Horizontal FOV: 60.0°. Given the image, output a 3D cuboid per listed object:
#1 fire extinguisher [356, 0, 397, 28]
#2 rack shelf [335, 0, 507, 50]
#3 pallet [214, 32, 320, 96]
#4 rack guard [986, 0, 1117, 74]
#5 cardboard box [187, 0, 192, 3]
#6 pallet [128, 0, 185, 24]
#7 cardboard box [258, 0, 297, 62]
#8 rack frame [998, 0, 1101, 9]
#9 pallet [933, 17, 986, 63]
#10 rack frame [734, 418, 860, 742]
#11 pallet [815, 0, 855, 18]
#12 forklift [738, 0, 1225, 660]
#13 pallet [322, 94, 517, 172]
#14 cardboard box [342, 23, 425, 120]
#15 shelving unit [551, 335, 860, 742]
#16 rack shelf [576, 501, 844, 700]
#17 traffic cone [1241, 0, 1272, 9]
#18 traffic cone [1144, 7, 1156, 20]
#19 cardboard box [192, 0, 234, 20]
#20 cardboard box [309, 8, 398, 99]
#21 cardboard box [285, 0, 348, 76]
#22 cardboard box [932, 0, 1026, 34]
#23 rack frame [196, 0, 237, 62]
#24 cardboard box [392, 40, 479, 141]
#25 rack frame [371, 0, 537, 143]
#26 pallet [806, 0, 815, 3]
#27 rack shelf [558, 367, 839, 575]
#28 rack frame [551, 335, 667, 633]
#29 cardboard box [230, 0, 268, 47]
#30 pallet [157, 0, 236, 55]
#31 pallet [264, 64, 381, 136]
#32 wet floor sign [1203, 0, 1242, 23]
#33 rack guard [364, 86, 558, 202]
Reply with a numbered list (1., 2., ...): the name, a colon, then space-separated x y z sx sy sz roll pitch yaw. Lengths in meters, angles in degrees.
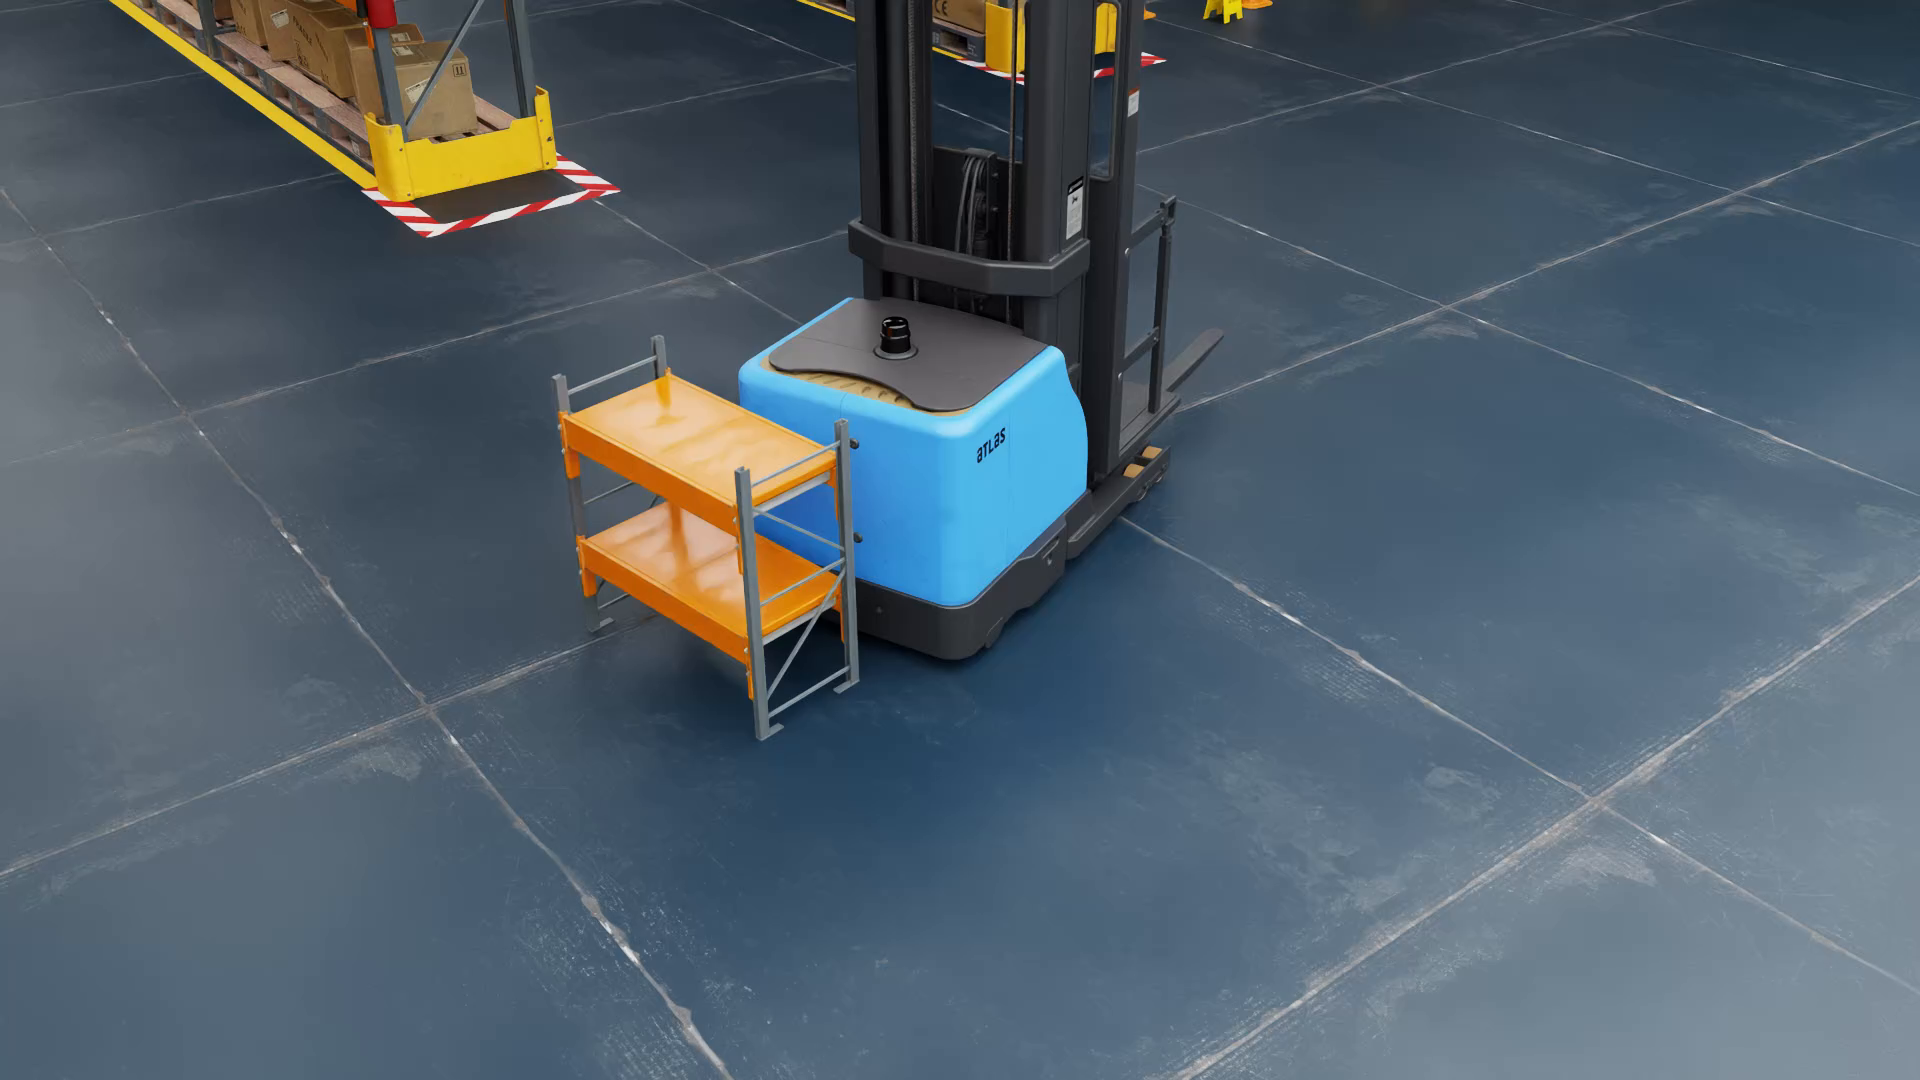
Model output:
1. fire extinguisher: -3.541 -3.448 10.032 0.296 0.674 0.183 -22 38 -31
2. rack shelf: -4.473 -4.206 11.860 1.077 0.370 4.000 -22 38 -31
3. pallet: -5.260 -3.892 13.316 1.003 0.211 1.213 -22 38 -31
4. rack guard: 0.748 -4.168 13.488 1.175 0.500 0.348 -22 38 -31
5. cardboard box: -6.337 -4.938 14.309 0.700 0.500 0.500 -23 38 -32
6. pallet: -6.931 -4.993 15.089 1.003 0.211 1.213 -22 38 -31
7. cardboard box: -5.129 -4.045 12.892 0.500 0.500 0.500 -11 33 -16
8. rack frame: 0.733 -5.240 12.844 1.000 3.000 0.127 -22 38 -31
9. pallet: 0.181 -4.364 14.076 1.003 0.211 1.213 -22 38 -31
10. rack frame: -0.566 0.155 5.934 0.032 1.125 0.500 26 40 35
11. pallet: -0.563 -4.872 14.894 1.003 0.211 1.213 -22 38 -31
12. forklift: 0.316 -1.533 6.939 1.130 2.935 3.031 17 36 25
13. pallet: -3.764 -2.875 11.679 1.003 0.211 1.213 -22 38 -31
14. cardboard box: -4.010 -3.298 11.688 0.500 0.500 0.500 -12 34 -19
15. shelving unit: -0.940 -0.027 6.227 1.048 1.125 0.538 26 40 35
16. rack shelf: -0.940 0.181 6.356 1.000 0.278 0.538 26 40 35
17. traffic cone: 2.630 -5.067 14.970 0.336 0.463 0.334 -22 38 -31
18. traffic cone: 1.529 -4.843 14.610 0.336 0.463 0.334 -22 38 -31
19. cardboard box: -6.059 -4.733 13.979 0.700 0.500 0.500 -26 40 -35
20. cardboard box: -4.379 -3.565 12.118 0.500 0.500 0.500 -19 36 -27
21. cardboard box: -4.686 -3.812 12.516 0.500 0.500 0.500 -26 40 -35
22. cardboard box: 0.265 -4.777 13.715 0.875 0.875 0.875 -22 38 -31
23. rack frame: -5.700 -5.345 13.012 1.000 3.000 0.127 -22 38 -31
24. cardboard box: -3.617 -3.060 11.305 0.500 0.500 0.500 -15 35 -23
25. rack frame: -3.247 -3.678 10.328 1.000 3.000 0.127 -22 38 -31
26. pallet: -1.315 -5.381 15.713 1.003 0.211 1.213 -22 38 -31
27. rack shelf: -0.940 -0.275 6.072 1.000 0.278 0.538 26 40 35
28. rack frame: -1.314 -0.208 6.520 0.032 1.125 0.500 26 40 35
29. cardboard box: -5.486 -4.282 13.272 0.500 0.500 0.500 -24 39 -33
30. pallet: -6.178 -4.484 14.270 1.003 0.211 1.213 -22 38 -31
31. pallet: -4.508 -3.383 12.497 1.003 0.211 1.213 -22 38 -31
32. wet floor sign: 2.315 -4.869 14.477 0.232 0.644 0.267 26 40 35
33. rack guard: -3.294 -2.648 11.039 1.175 0.500 0.348 -22 38 -31
